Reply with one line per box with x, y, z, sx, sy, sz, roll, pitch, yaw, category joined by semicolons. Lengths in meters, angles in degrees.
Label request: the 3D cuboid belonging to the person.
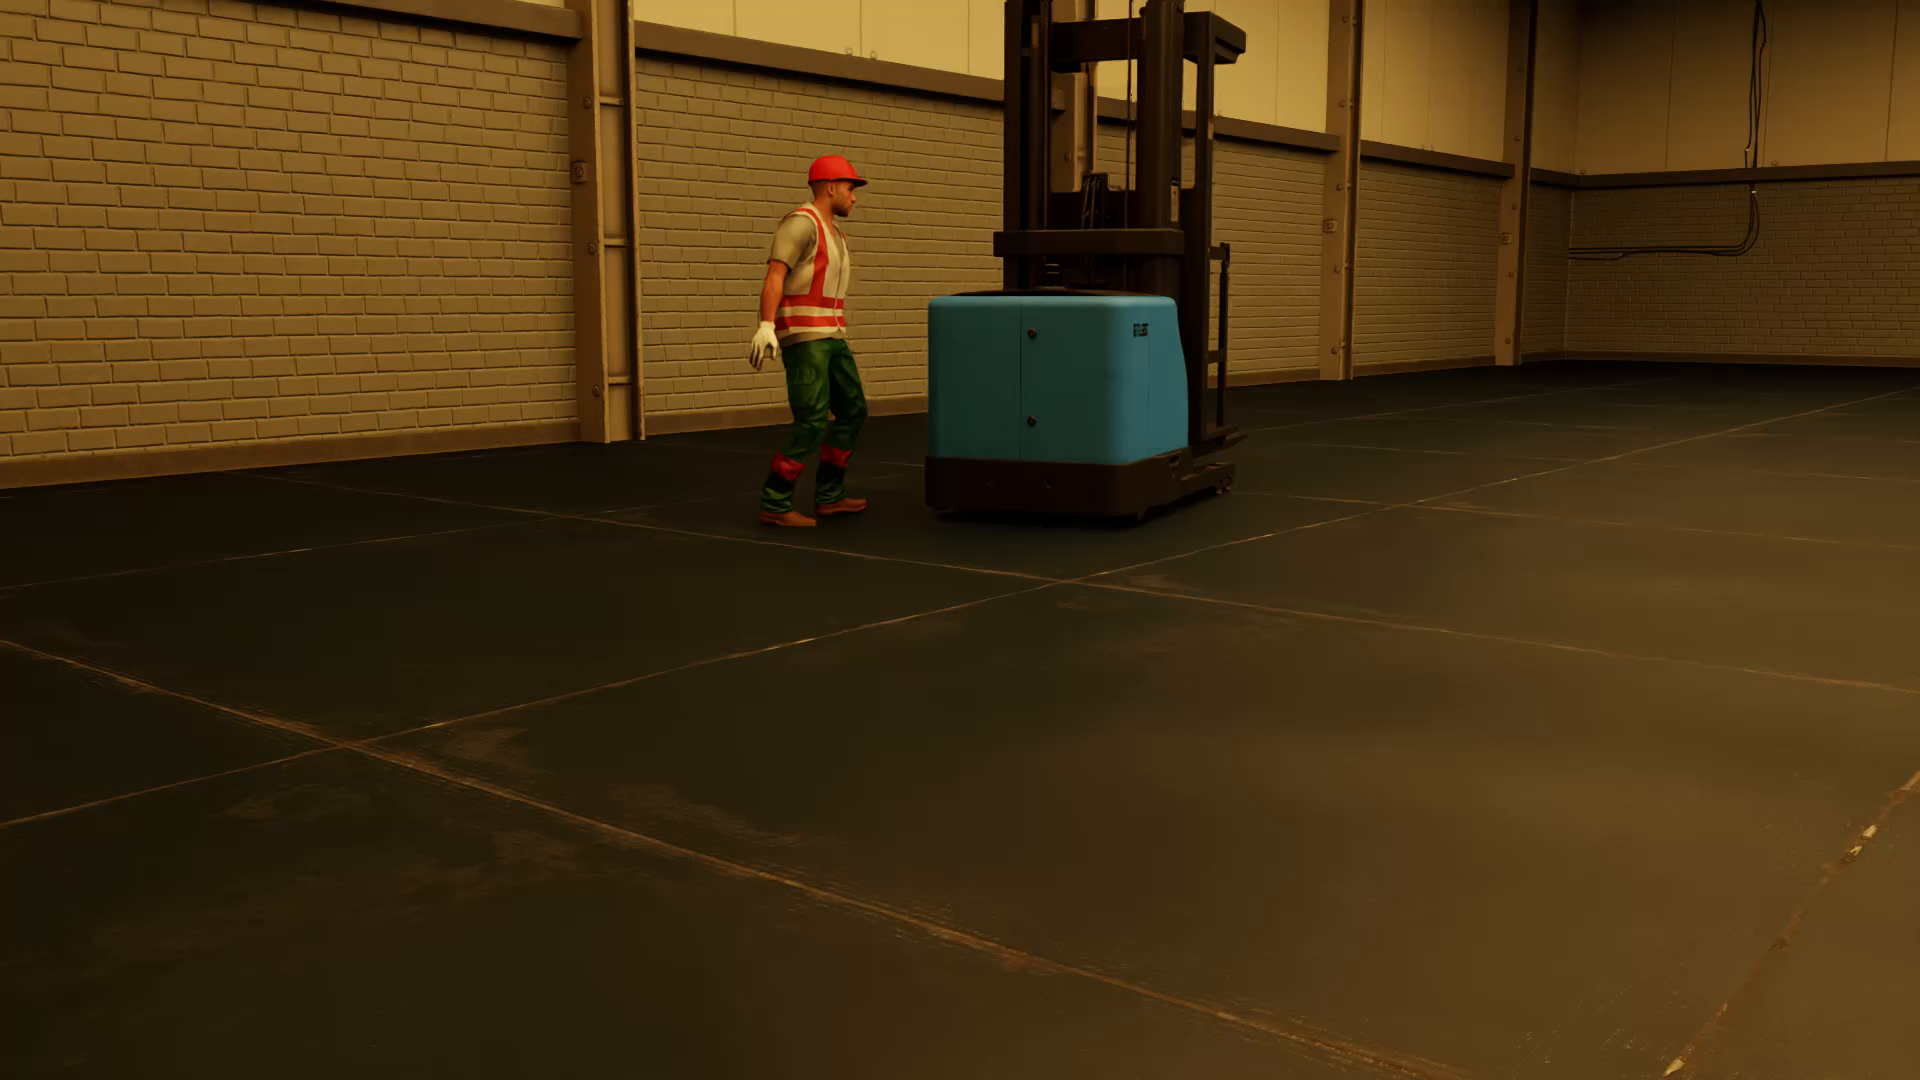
-0.696;-0.937;7.896;0.460;1.750;0.885;3;9;19;person

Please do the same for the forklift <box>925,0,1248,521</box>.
0.886;-1.715;8.998;1.130;2.935;3.031;4;9;23;forklift
